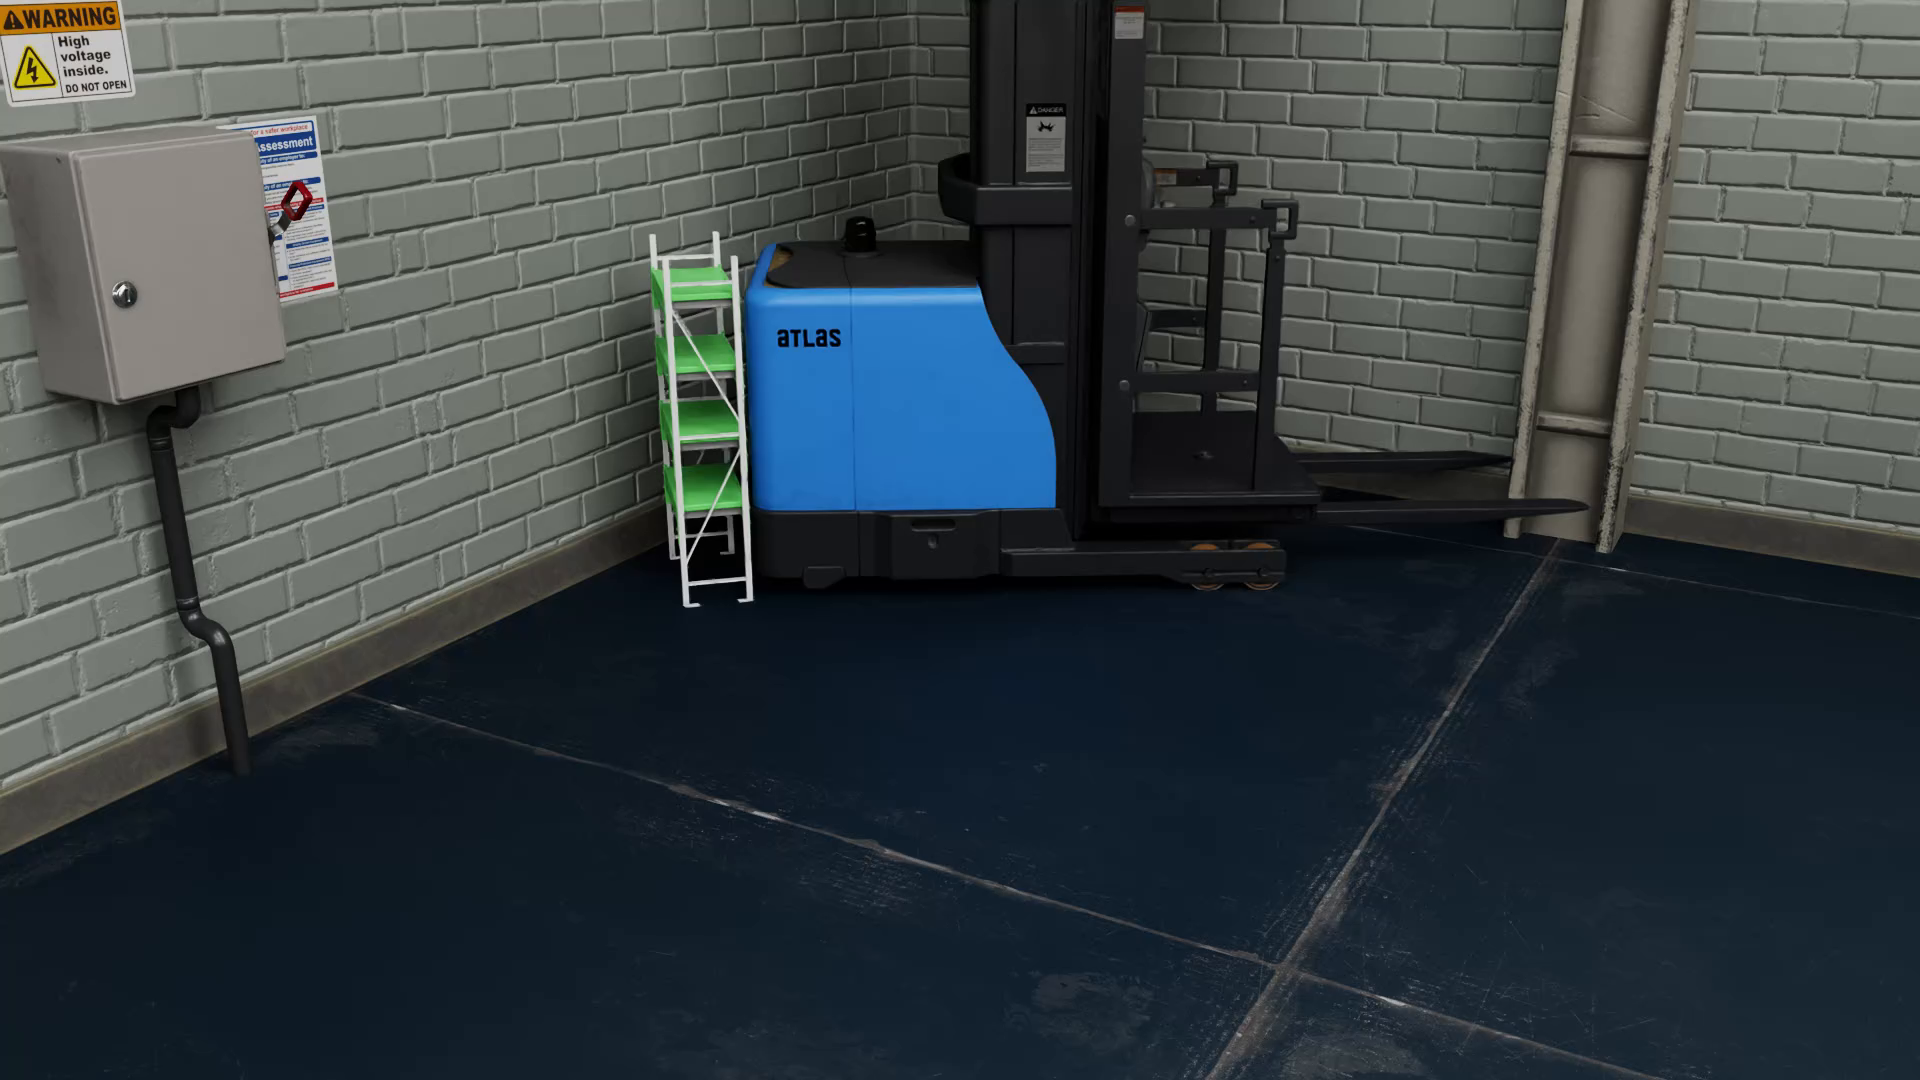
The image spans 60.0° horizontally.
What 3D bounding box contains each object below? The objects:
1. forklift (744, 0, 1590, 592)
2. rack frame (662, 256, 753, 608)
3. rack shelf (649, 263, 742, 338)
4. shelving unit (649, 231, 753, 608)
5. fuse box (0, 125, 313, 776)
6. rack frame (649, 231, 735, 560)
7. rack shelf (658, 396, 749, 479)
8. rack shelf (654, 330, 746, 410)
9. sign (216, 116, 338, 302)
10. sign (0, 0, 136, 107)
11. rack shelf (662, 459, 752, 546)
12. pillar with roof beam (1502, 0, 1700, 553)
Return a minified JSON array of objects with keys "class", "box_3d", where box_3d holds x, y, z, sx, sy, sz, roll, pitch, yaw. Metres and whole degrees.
[{"class":"forklift","box_3d":[0.761,-1.377,5.862,3.031,2.935,1.130,-1,20,-2]},{"class":"rack frame","box_3d":[-0.836,-0.343,5.552,0.240,1.200,0.015,-5,21,-14]},{"class":"rack shelf","box_3d":[-0.899,-0.815,5.632,0.258,0.148,0.480,-5,21,-14]},{"class":"shelving unit","box_3d":[-0.899,-0.424,5.774,0.258,1.200,0.503,-5,21,-14]},{"class":"fuse box","box_3d":[-1.949,-0.169,4.321,0.414,1.711,0.539,11,23,27]},{"class":"rack frame","box_3d":[-0.961,-0.504,5.996,0.240,1.200,0.015,-5,21,-14]},{"class":"rack shelf","box_3d":[-0.899,-0.364,5.796,0.258,0.148,0.480,-5,21,-14]},{"class":"rack shelf","box_3d":[-0.899,-0.589,5.714,0.258,0.148,0.480,-5,21,-14]},{"class":"sign","box_3d":[-1.889,-0.911,4.618,0.001,0.494,0.329,11,23,27]},{"class":"sign","box_3d":[-2.157,-1.181,4.010,0.001,0.242,0.339,11,23,27]},{"class":"rack shelf","box_3d":[-0.899,-0.138,5.878,0.258,0.148,0.480,-5,21,-14]},{"class":"pillar with roof beam","box_3d":[0.237,-2.976,1.374,0.400,9.000,9.100,11,23,27]}]
